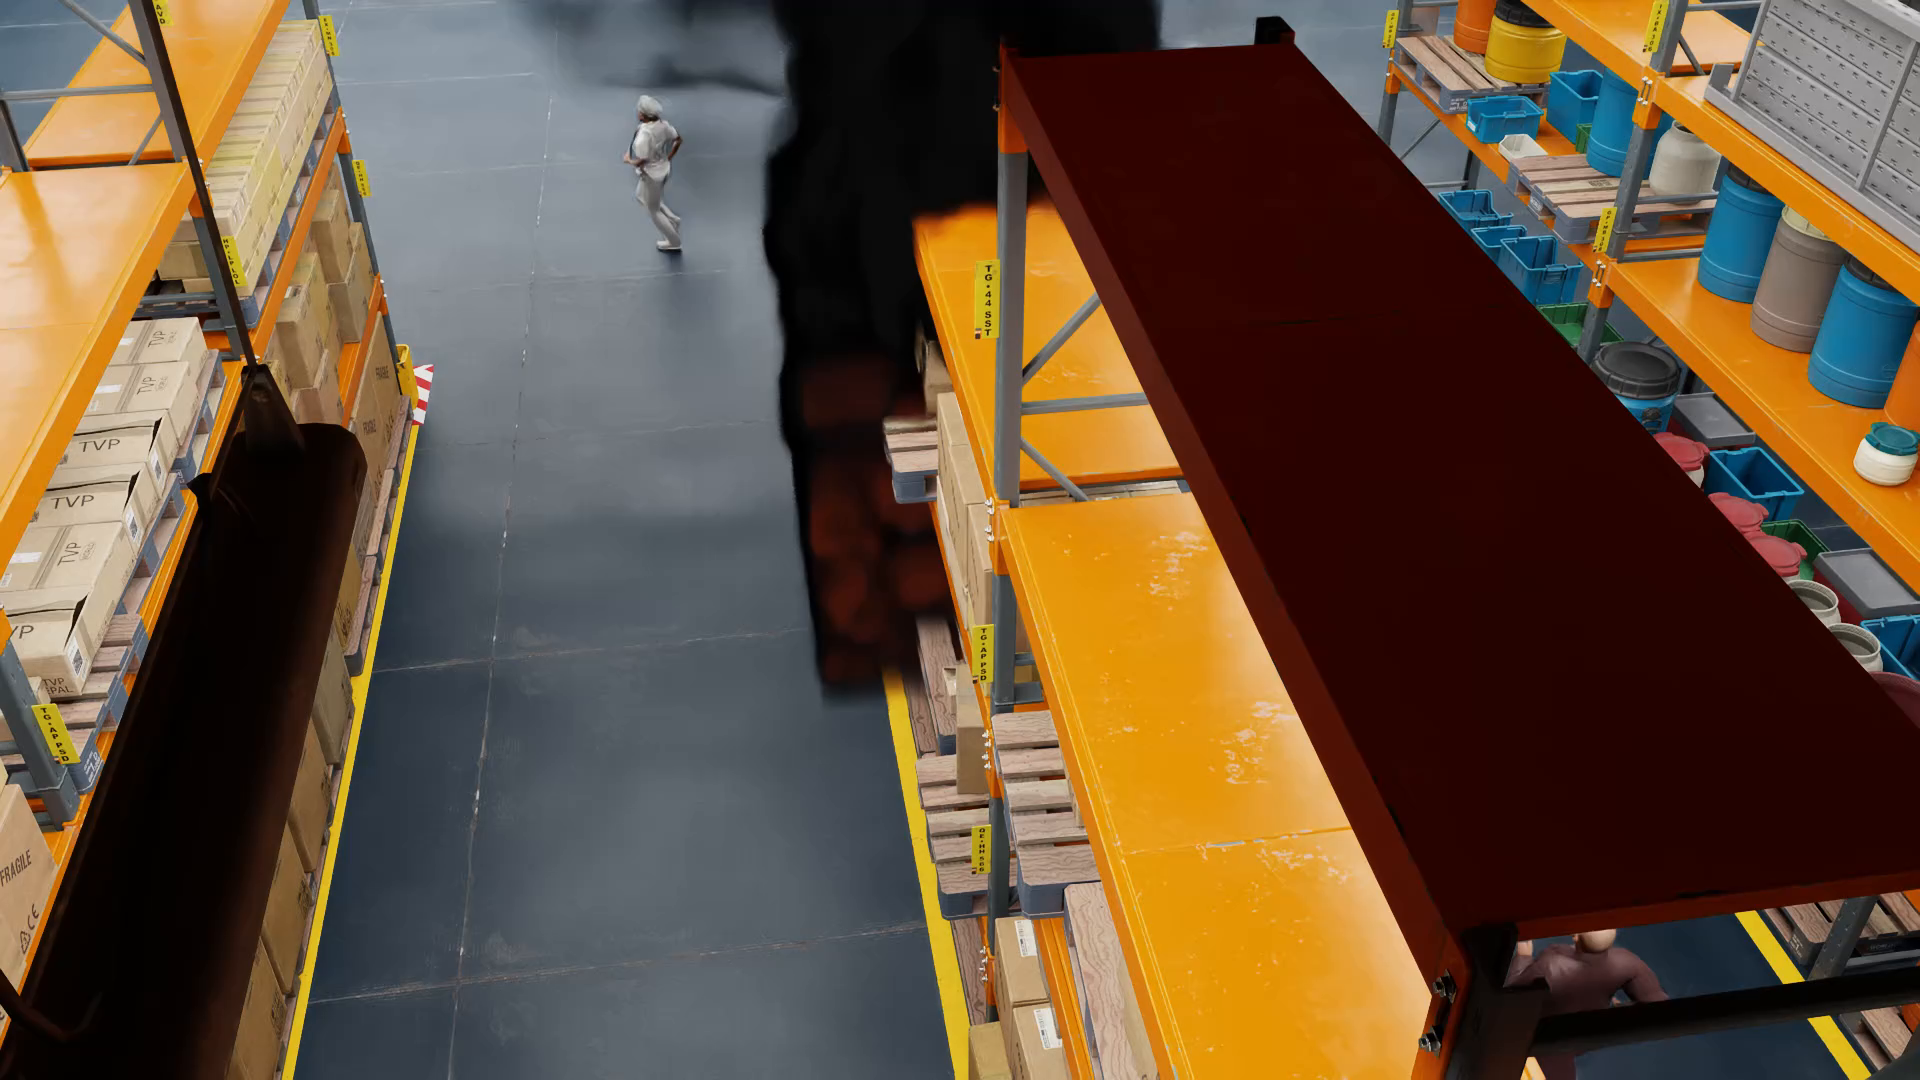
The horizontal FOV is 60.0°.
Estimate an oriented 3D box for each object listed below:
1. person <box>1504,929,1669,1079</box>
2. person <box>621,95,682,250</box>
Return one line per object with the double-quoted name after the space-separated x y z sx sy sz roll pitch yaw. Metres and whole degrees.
2.932 2.414 8.221 0.682 1.837 0.737 -10 37 -13 "person"
-3.215 -3.810 17.230 0.577 1.660 0.562 10 38 14 "person"
